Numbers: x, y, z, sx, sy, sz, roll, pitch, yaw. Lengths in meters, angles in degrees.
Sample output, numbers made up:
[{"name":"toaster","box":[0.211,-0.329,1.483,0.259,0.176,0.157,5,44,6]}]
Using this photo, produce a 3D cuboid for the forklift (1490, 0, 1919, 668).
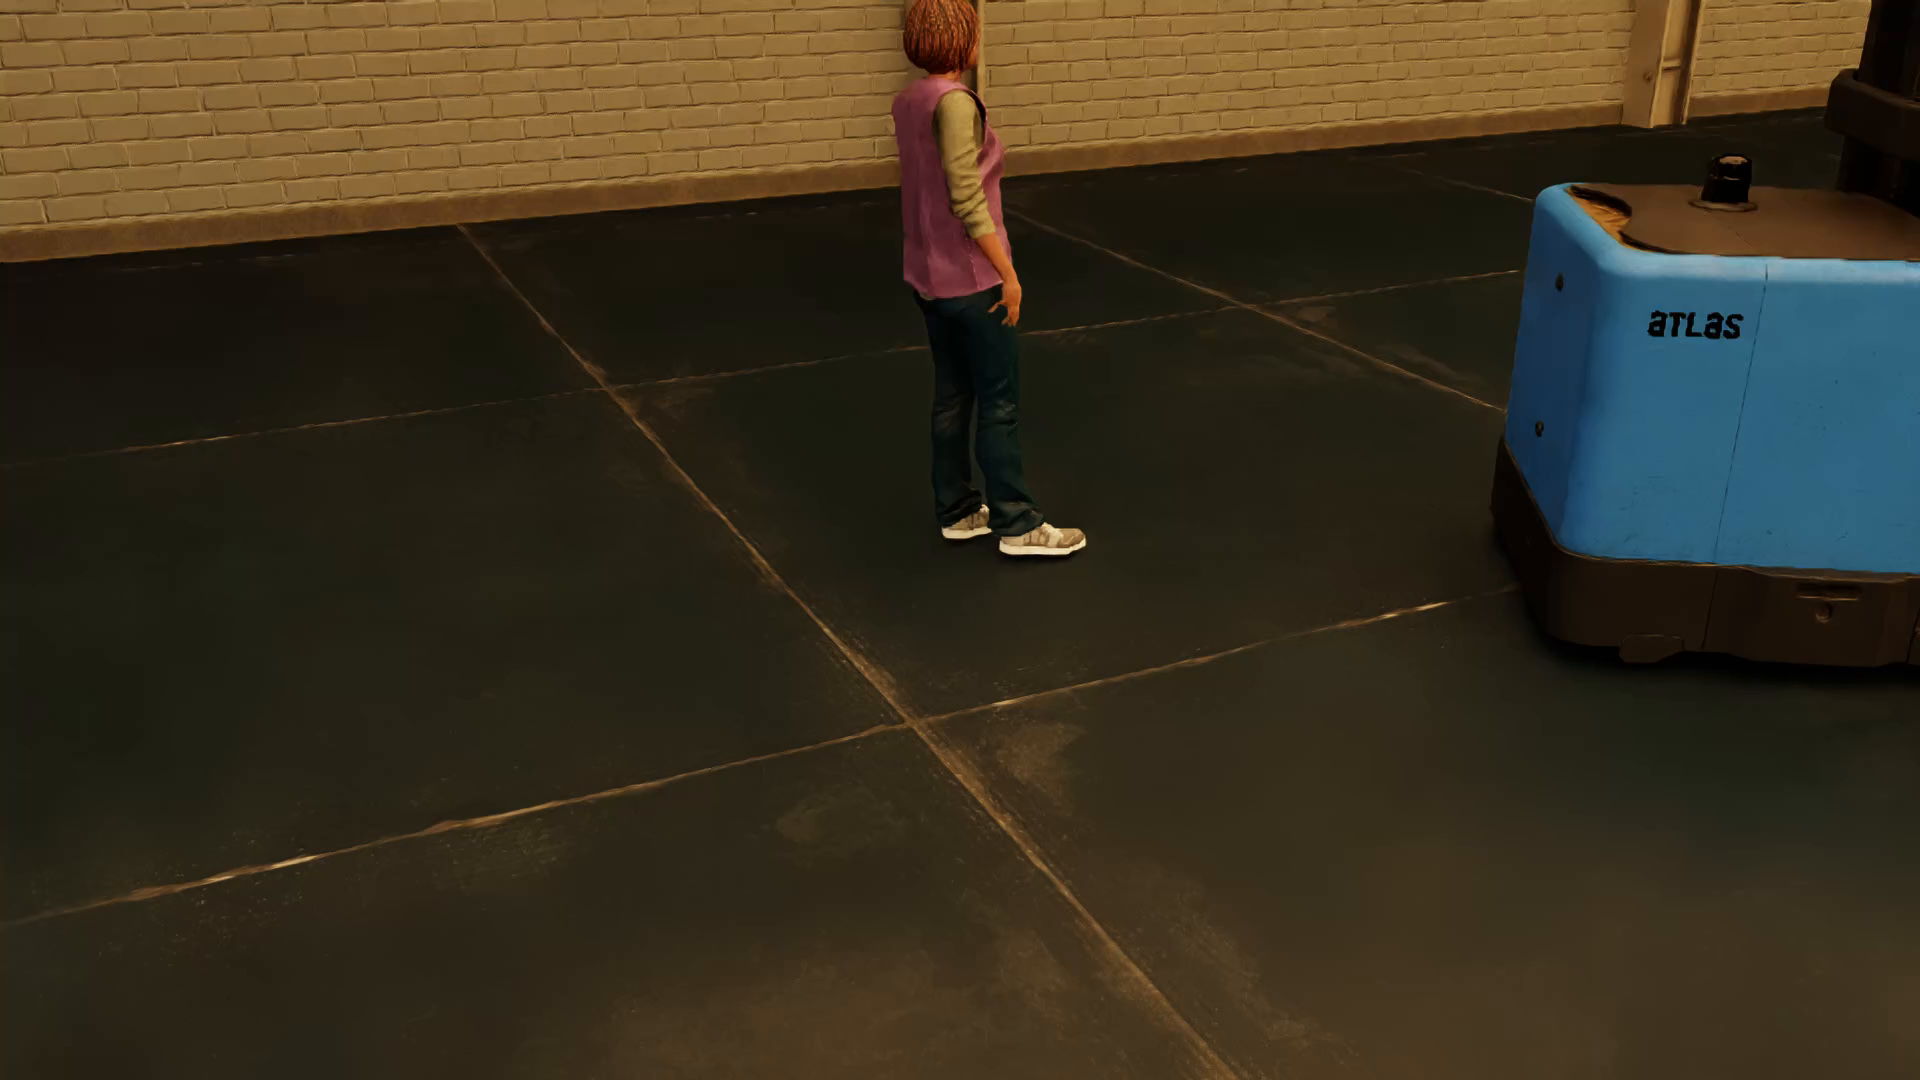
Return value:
[{"name":"forklift","box":[3.084,-1.141,4.033,3.031,2.935,1.130,3,23,7]}]

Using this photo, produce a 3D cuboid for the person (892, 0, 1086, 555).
[{"name":"person","box":[0.073,-0.751,4.815,0.474,1.597,0.520,-10,25,-23]}]
